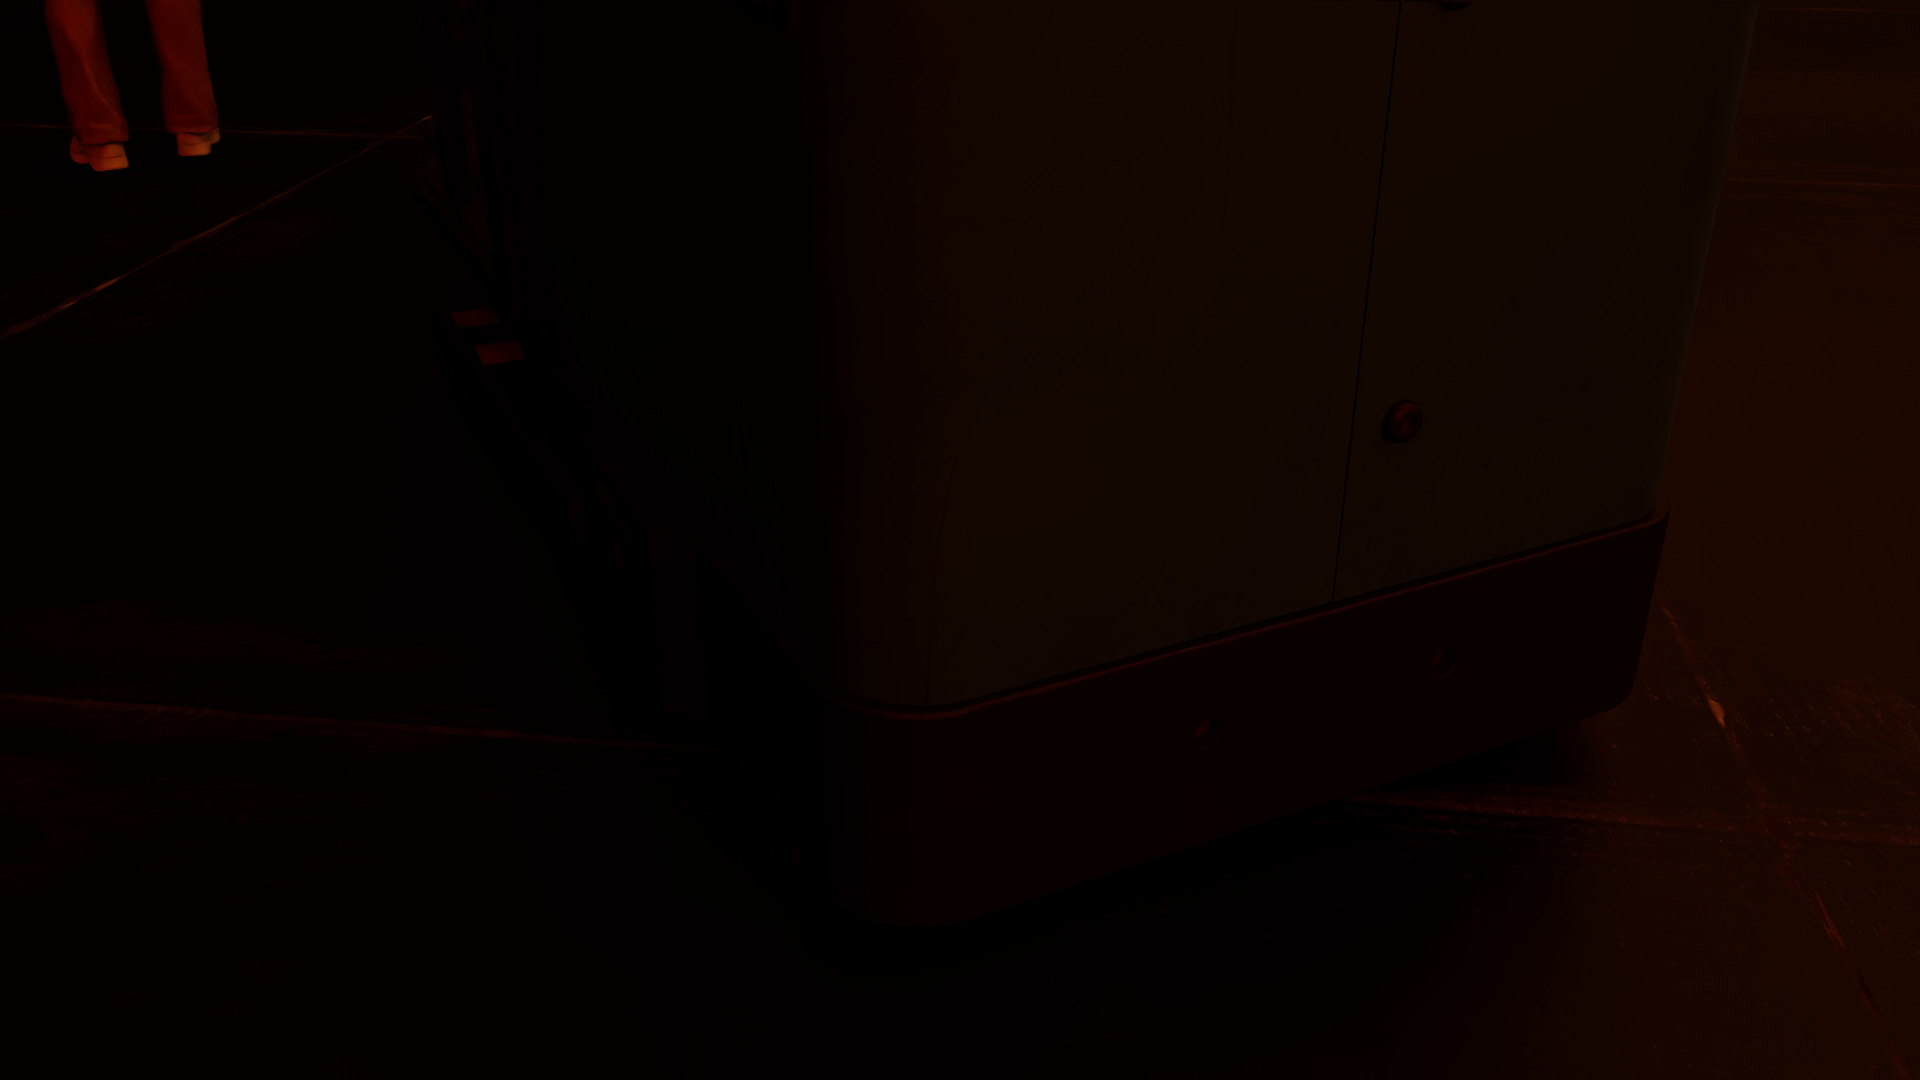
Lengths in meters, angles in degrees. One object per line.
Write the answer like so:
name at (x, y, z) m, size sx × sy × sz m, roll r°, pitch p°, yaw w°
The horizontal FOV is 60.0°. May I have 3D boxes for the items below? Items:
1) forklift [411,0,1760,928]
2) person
forklift at (-0.301, -1.568, 2.359) m, size 1.130 × 2.935 × 3.031 m, roll -13°, pitch 29°, yaw -24°
person at (-2.305, -1.820, 4.285) m, size 0.563 × 1.664 × 0.429 m, roll -8°, pitch 28°, yaw -16°
